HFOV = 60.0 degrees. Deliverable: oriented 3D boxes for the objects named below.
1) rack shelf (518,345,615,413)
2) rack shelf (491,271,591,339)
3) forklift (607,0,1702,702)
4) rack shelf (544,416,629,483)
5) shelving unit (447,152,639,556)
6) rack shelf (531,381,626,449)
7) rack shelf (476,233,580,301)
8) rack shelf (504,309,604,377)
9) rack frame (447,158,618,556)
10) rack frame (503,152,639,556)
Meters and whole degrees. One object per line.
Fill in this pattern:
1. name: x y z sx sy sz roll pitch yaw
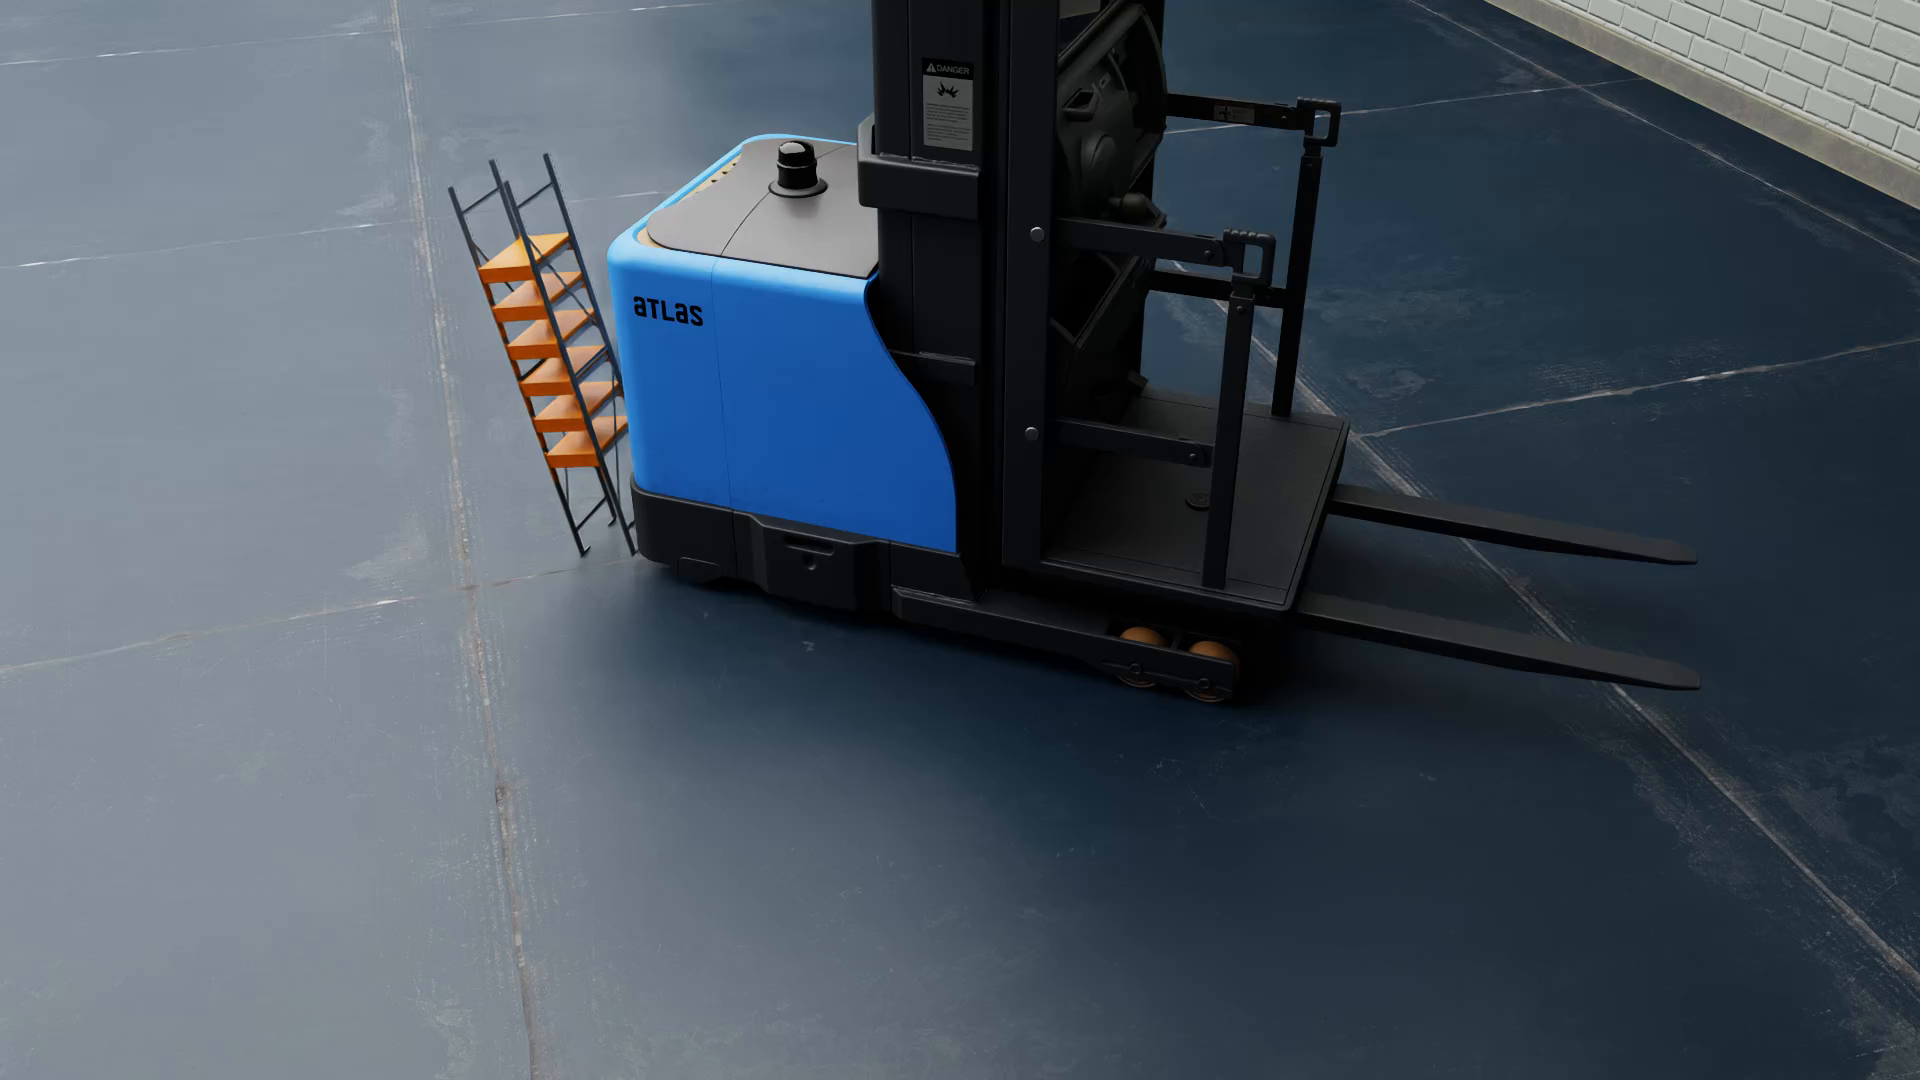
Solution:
1. rack shelf: -1.165 -0.485 4.961 0.180 0.103 0.258 -1 32 21
2. rack shelf: -1.212 -0.689 4.844 0.180 0.103 0.258 -1 32 21
3. forklift: 0.587 -1.108 4.268 3.031 2.935 1.130 11 35 16
4. rack shelf: -1.118 -0.281 5.079 0.180 0.103 0.258 -1 32 21
5. shelving unit: -1.173 -0.523 4.940 0.189 1.200 0.258 -1 32 21
6. rack shelf: -1.141 -0.383 5.020 0.180 0.103 0.258 -1 32 21
7. rack shelf: -1.235 -0.791 4.785 0.180 0.103 0.258 -1 32 21
8. rack shelf: -1.188 -0.587 4.903 0.180 0.103 0.258 -1 32 21
9. rack frame: -1.259 -0.522 4.972 0.006 1.200 0.240 -1 32 21
10. rack frame: -1.088 -0.524 4.907 0.006 1.200 0.240 -1 32 21
